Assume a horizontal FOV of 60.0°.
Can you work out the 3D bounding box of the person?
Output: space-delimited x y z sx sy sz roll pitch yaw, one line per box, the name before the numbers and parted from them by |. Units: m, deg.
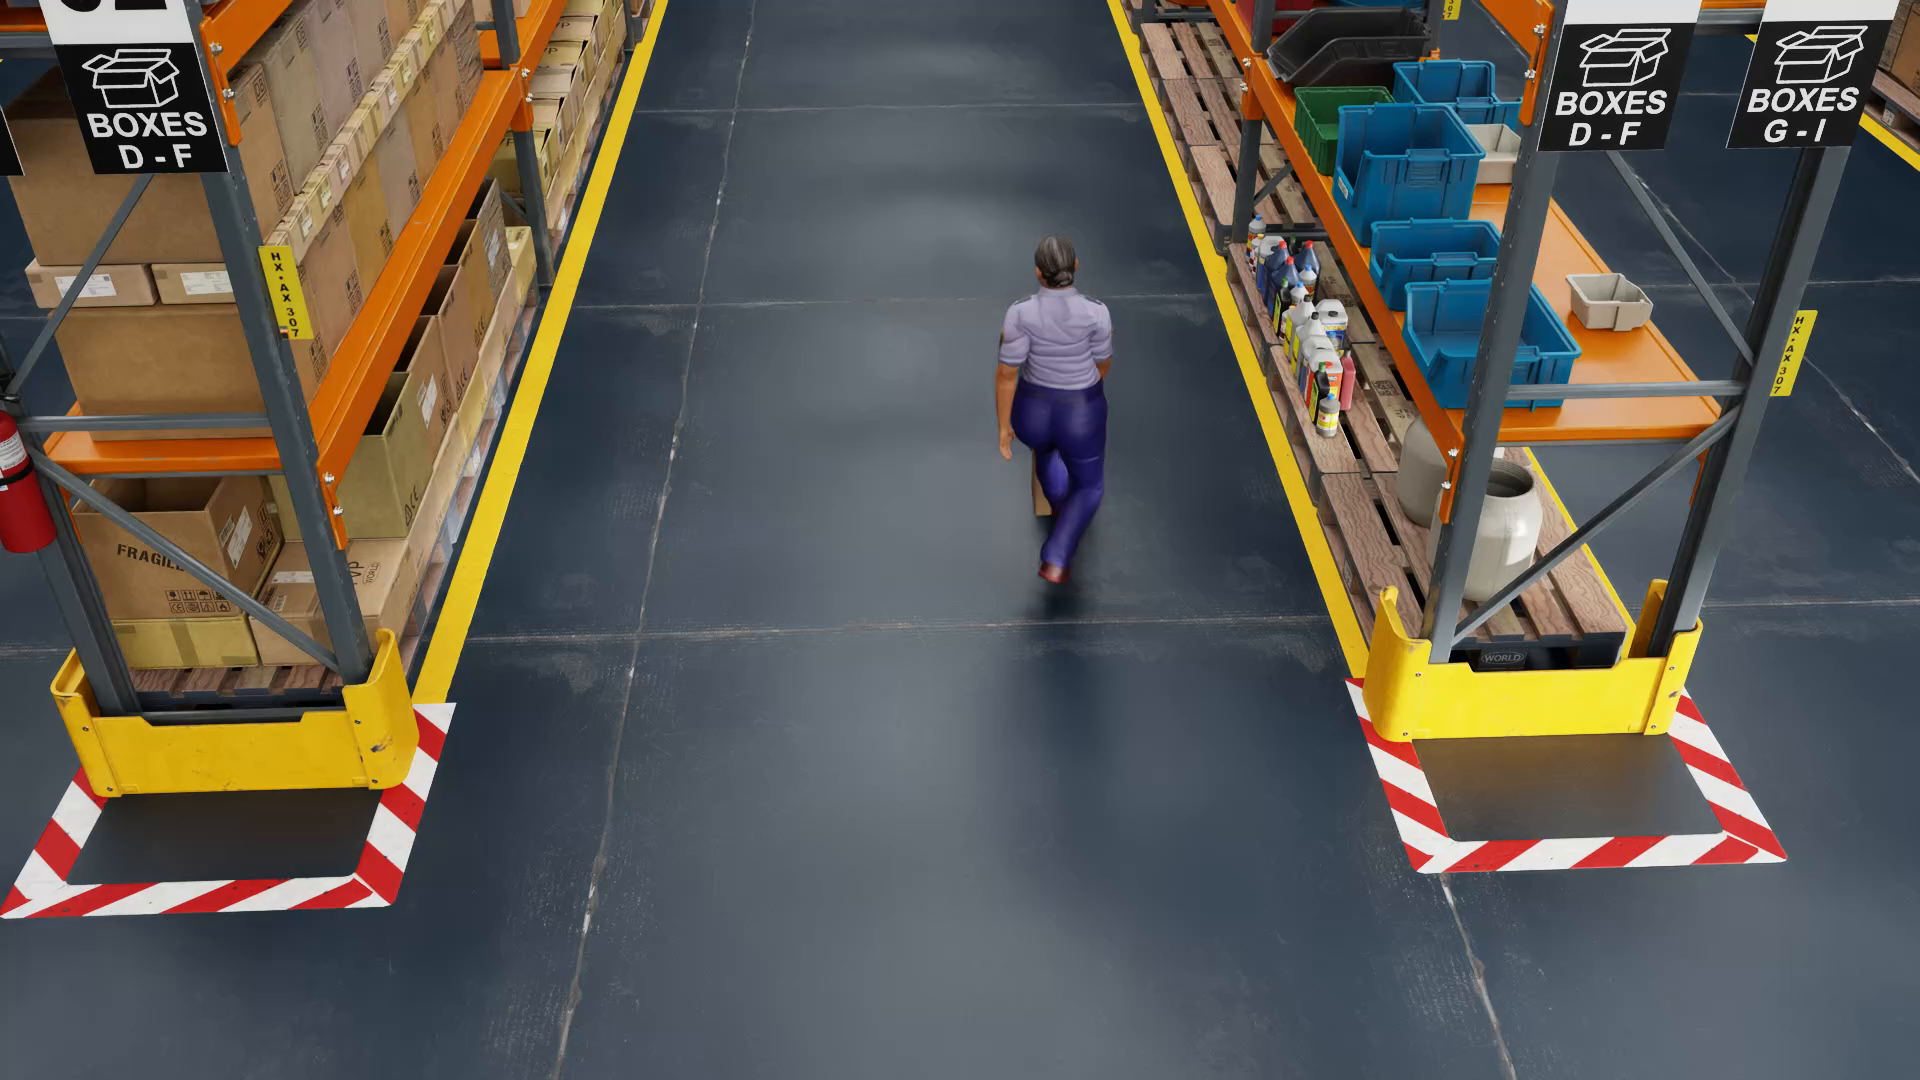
person | 0.518 -0.631 7.058 0.520 1.661 0.521 2 35 2
